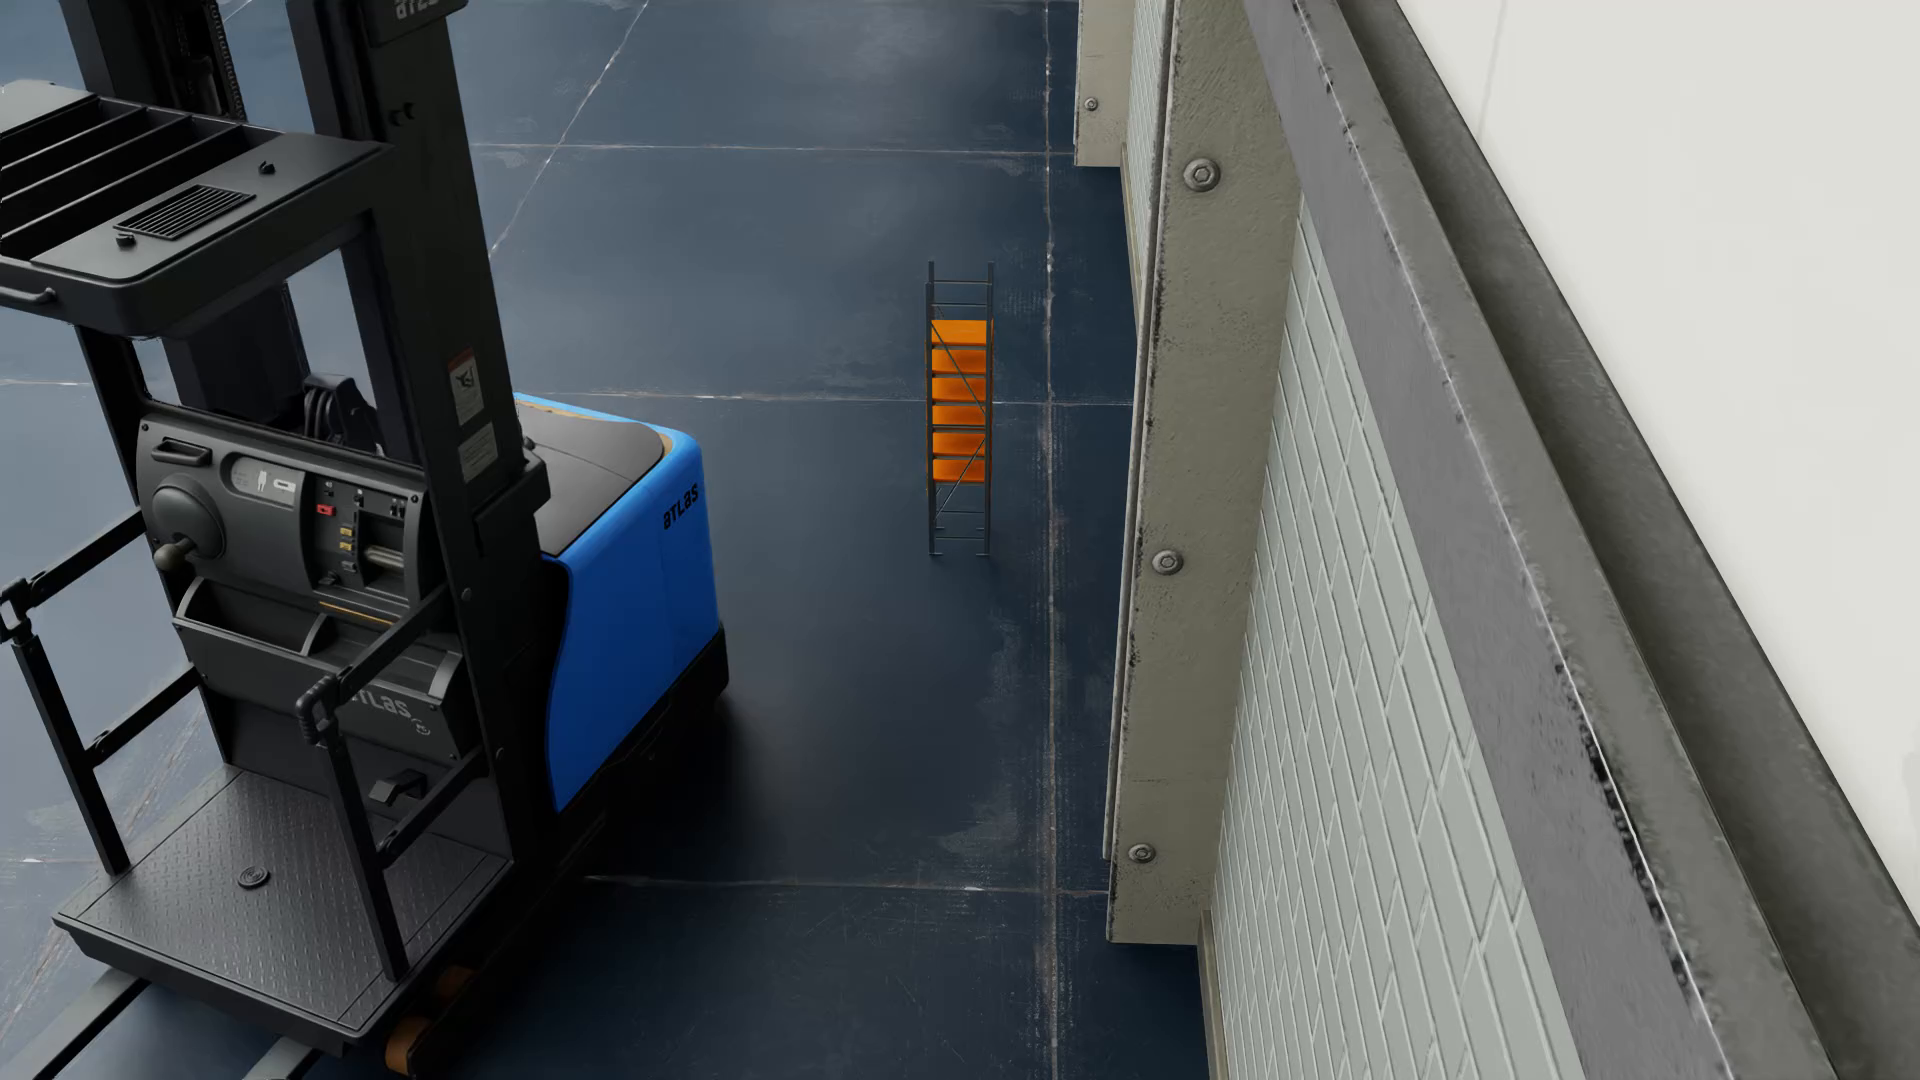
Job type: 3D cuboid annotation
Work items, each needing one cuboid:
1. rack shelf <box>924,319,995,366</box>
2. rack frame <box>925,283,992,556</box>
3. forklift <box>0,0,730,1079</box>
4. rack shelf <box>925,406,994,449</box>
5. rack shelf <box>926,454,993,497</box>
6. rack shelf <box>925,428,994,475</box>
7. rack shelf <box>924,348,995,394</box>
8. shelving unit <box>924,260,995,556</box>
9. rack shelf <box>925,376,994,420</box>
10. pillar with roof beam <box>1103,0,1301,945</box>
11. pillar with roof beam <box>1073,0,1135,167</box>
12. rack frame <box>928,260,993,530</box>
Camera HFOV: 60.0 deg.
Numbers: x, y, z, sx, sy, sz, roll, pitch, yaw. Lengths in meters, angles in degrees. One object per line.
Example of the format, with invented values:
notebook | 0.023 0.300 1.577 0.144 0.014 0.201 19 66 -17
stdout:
rack shelf | -0.001 -0.741 6.212 0.258 0.103 0.180 1 35 2
rack frame | -0.004 -0.430 6.318 0.240 1.200 0.006 1 35 2
forklift | -1.861 0.010 4.187 1.130 2.935 3.031 14 37 19
rack shelf | -0.001 -0.446 6.419 0.258 0.103 0.180 1 35 2
rack shelf | -0.001 -0.250 6.557 0.258 0.103 0.180 1 35 2
rack shelf | -0.001 -0.348 6.488 0.258 0.103 0.180 1 35 2
rack shelf | -0.001 -0.643 6.281 0.258 0.103 0.180 1 35 2
shelving unit | -0.001 -0.483 6.393 0.258 1.200 0.189 1 35 2
rack shelf | -0.001 -0.544 6.350 0.258 0.103 0.180 1 35 2
pillar with roof beam | -3.696 -2.678 2.734 9.100 9.000 0.400 1 35 2
pillar with roof beam | -3.455 -6.125 7.639 9.100 9.000 0.400 1 35 2
rack frame | 0.003 -0.535 6.468 0.240 1.200 0.006 1 35 2
